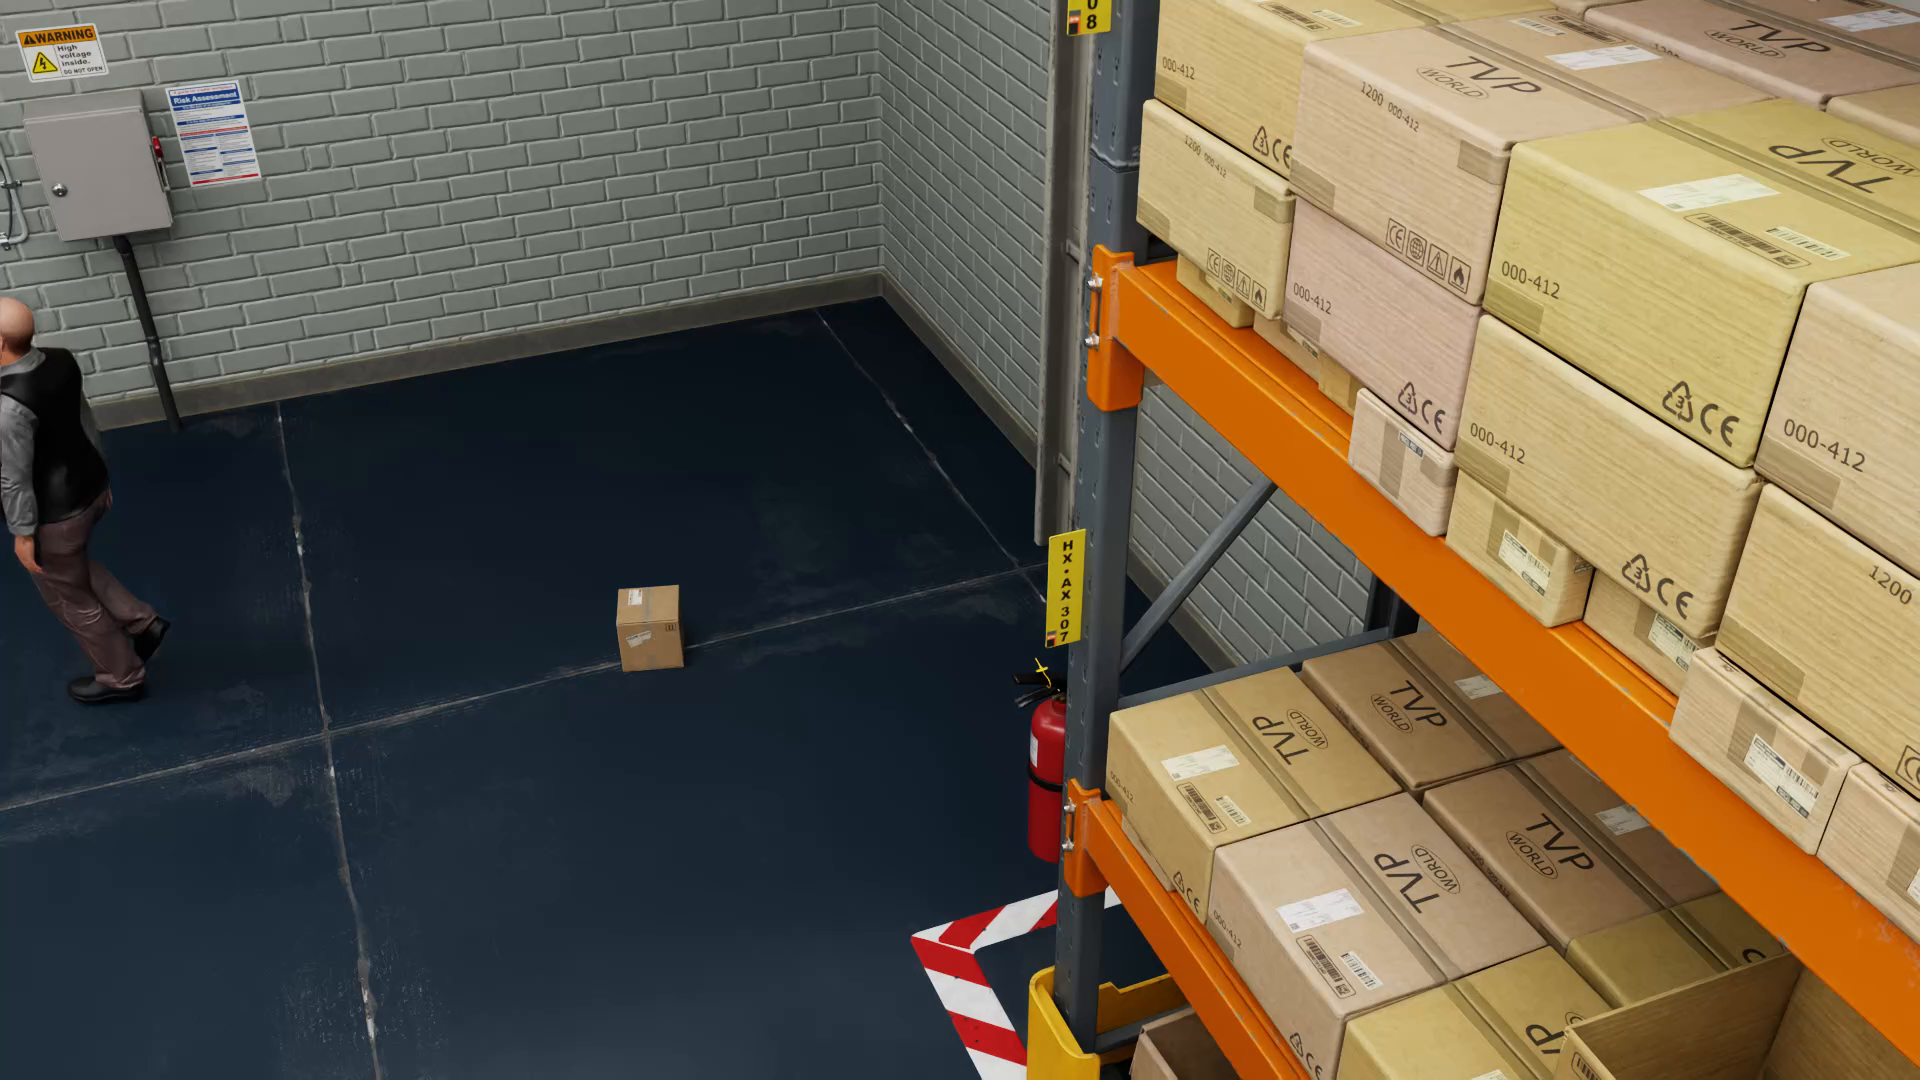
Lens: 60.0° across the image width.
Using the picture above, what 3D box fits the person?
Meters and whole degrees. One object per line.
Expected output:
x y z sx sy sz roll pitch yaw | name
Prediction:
-3.445 -0.125 6.310 0.470 1.715 0.553 0 33 0 | person
